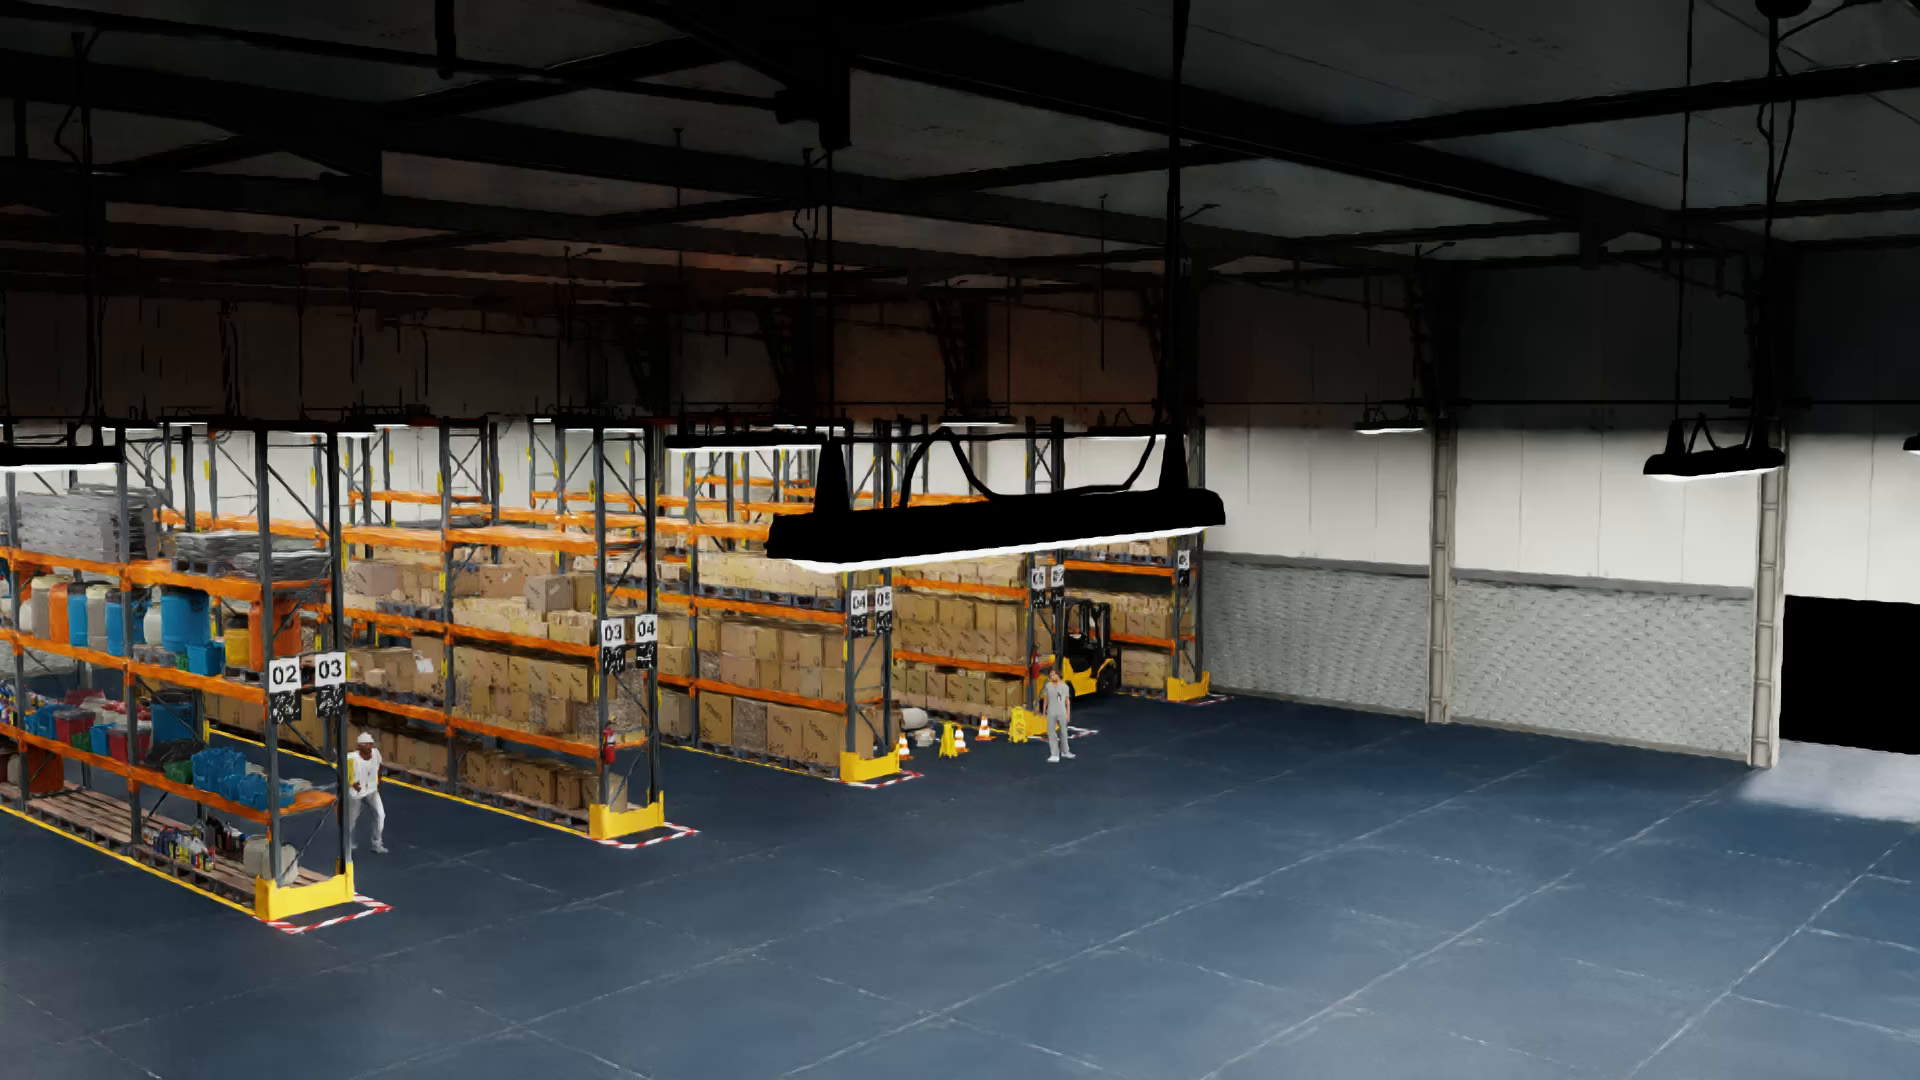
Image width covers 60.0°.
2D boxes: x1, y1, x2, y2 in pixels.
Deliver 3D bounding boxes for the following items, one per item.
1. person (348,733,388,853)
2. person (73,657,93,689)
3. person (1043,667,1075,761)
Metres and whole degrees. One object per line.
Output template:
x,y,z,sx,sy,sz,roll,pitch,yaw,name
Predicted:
-8.394,3.535,23.402,0.734,1.697,0.856,-5,7,-44,person
-17.814,2.697,33.662,0.588,1.653,0.666,-3,5,-28,person
1.749,3.063,29.437,0.560,1.665,0.523,1,5,16,person
